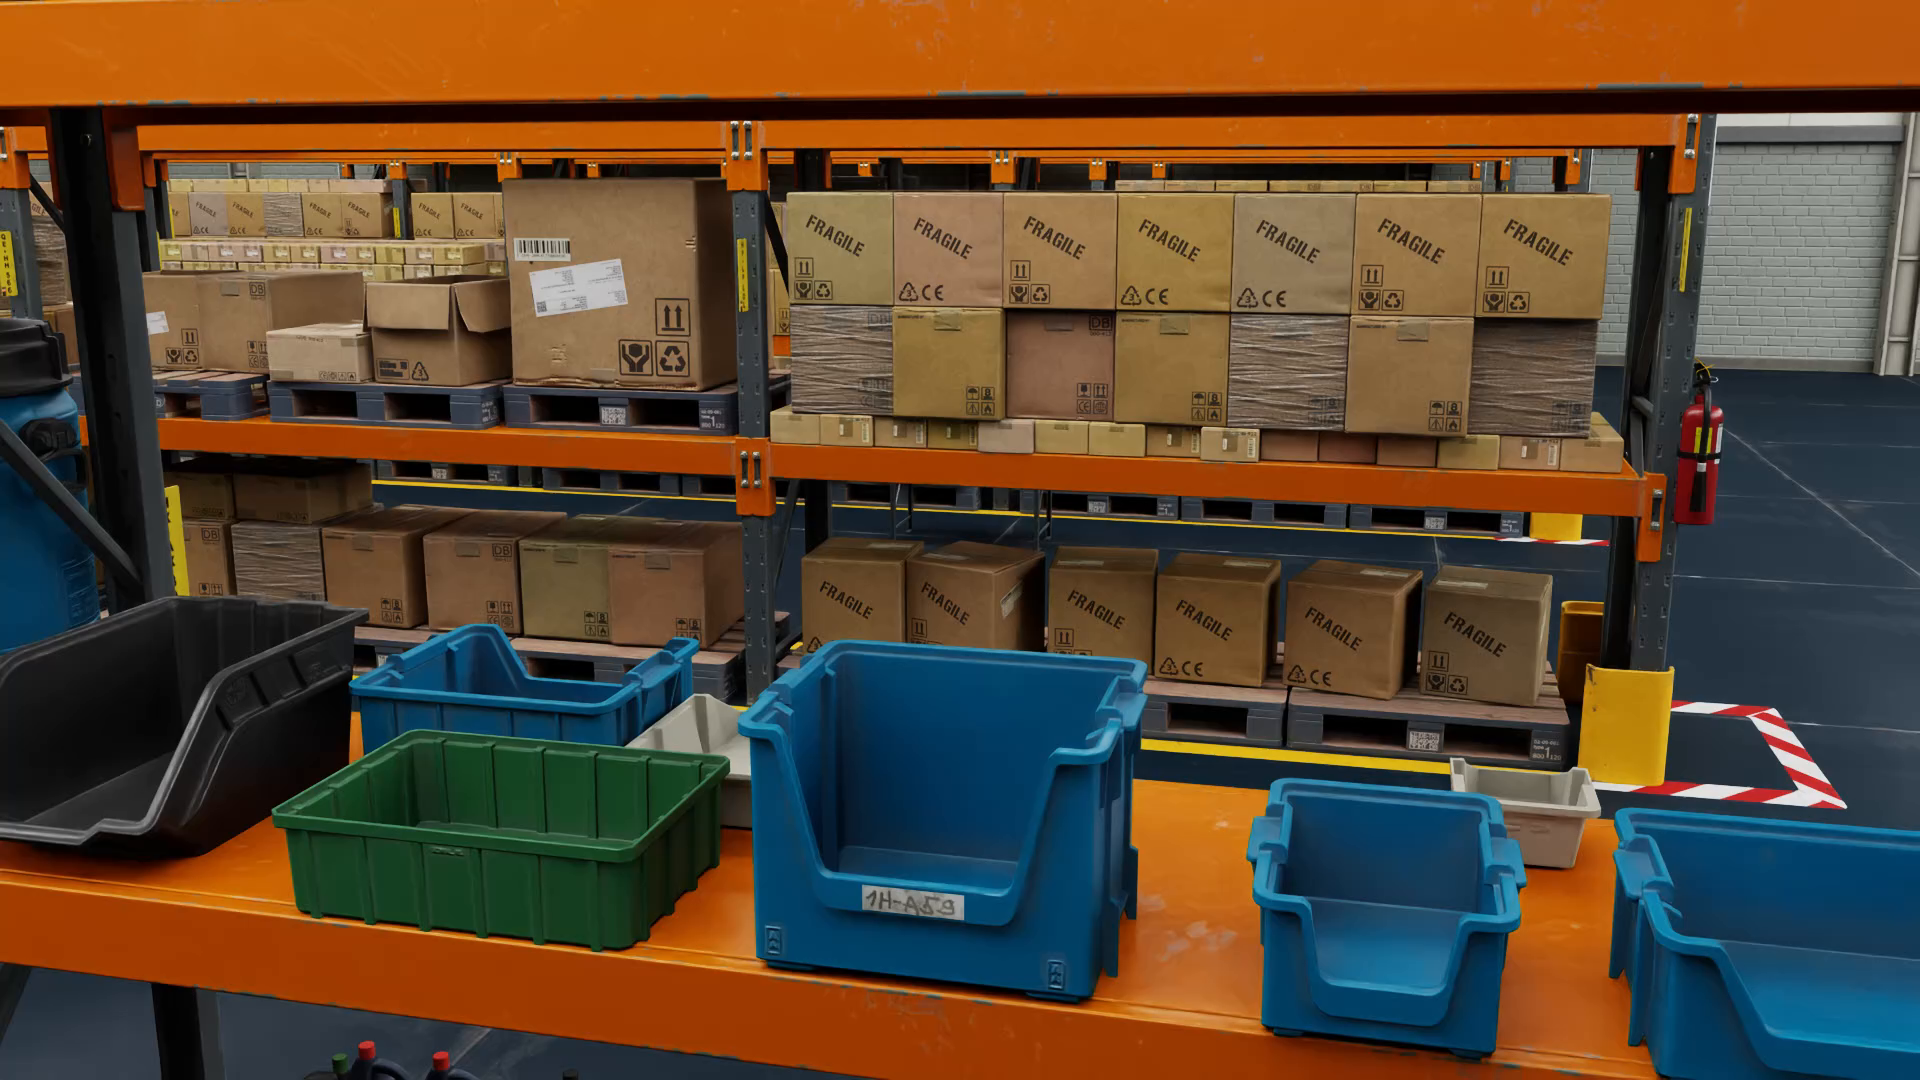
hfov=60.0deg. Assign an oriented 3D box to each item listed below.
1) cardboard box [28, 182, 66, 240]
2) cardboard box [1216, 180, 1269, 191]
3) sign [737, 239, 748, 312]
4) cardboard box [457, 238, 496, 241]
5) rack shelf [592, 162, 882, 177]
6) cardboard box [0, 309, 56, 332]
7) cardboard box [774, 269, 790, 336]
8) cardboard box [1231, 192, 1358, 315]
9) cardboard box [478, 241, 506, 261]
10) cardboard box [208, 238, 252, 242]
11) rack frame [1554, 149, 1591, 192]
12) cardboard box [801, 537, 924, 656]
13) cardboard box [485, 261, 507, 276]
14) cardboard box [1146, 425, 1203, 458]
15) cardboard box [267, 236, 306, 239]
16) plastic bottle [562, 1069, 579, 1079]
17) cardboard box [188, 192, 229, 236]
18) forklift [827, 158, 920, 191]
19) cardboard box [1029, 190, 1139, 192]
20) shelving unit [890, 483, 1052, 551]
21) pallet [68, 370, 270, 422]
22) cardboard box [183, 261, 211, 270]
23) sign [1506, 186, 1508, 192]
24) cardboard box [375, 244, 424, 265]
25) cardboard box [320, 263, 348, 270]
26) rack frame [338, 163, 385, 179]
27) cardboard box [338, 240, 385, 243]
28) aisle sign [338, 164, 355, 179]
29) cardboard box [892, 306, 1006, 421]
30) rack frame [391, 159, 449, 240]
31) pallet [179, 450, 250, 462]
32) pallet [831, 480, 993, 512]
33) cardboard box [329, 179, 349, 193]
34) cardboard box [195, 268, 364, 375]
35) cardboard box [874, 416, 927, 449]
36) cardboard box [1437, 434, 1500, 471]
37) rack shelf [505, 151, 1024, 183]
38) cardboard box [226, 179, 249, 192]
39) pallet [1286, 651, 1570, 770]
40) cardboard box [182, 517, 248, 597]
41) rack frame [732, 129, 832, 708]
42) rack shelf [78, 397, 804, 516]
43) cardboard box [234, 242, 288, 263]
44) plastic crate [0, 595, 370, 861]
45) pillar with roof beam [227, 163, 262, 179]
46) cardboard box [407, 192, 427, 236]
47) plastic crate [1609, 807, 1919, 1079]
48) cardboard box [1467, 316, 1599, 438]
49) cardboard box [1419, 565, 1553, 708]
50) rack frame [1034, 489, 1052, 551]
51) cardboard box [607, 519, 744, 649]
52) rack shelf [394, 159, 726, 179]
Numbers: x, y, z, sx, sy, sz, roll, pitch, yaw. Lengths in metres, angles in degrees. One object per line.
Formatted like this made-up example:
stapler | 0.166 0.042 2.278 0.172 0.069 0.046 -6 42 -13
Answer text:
cardboard box | -7.858 -2.857 14.459 0.500 0.500 0.500 3 13 12
cardboard box | 2.865 -3.389 16.857 0.500 0.500 0.700 3 13 12
sign | -0.986 -1.202 7.555 0.005 0.325 0.100 3 13 14
cardboard box | -5.377 -3.321 18.968 0.500 0.250 0.500 3 13 14
rack shelf | -3.122 -5.307 23.463 4.000 0.370 1.077 3 13 14
cardboard box | -5.279 -0.984 9.013 0.500 0.500 0.500 3 13 15
cardboard box | -1.122 -1.864 12.979 0.500 0.500 0.500 3 13 14
cardboard box | 1.462 -1.257 7.246 0.500 0.500 0.500 3 13 14
cardboard box | -3.860 -2.437 14.031 0.250 0.149 0.380 3 13 14
cardboard box | -6.389 -2.573 14.640 0.250 0.149 0.380 3 13 12
rack frame | 4.313 -1.584 11.950 0.127 3.000 1.000 3 13 14
cardboard box | -0.478 0.290 8.301 0.500 0.500 0.500 3 13 12
cardboard box | -3.875 -2.294 14.074 0.250 0.149 0.380 4 13 16
cardboard box | 0.993 -0.479 7.546 0.250 0.149 0.380 3 13 14
cardboard box | -7.753 -3.321 19.546 0.500 0.500 0.500 3 13 13
plastic bottle | -0.849 1.365 3.754 0.185 0.351 0.144 3 13 13
cardboard box | -8.730 -3.863 19.679 0.500 0.500 0.500 3 13 13
forklift | -0.951 -2.505 16.259 1.130 2.935 3.031 0 13 2
cardboard box | 0.617 -1.419 7.978 0.500 0.500 0.500 3 13 14
shelving unit | 0.083 -0.728 11.551 1.048 1.500 0.538 3 13 14
pallet | -4.023 -0.853 9.098 1.003 0.211 1.213 3 13 14
cardboard box | -6.309 -2.278 13.999 0.250 0.149 0.380 2 13 11
sign | 5.249 -3.234 15.984 0.005 0.325 0.100 3 13 14
cardboard box | -4.537 -2.328 13.540 0.250 0.149 0.380 3 13 15
cardboard box | -5.042 -2.210 13.694 0.250 0.149 0.380 3 13 13
rack frame | -8.947 -4.505 25.113 0.127 3.000 1.000 3 13 14
cardboard box | -5.132 -2.505 14.336 0.250 0.149 0.380 3 13 15
aisle sign | -9.084 -5.716 24.569 0.004 0.787 0.394 3 13 14
cardboard box | 0.042 -0.878 7.850 0.500 0.500 0.875 3 13 14
rack frame | -6.249 -3.253 19.472 0.127 3.000 1.000 3 13 14
pallet | -6.581 -0.806 14.878 1.213 0.211 1.003 3 13 14
pallet | -0.337 -0.455 13.296 1.213 0.211 1.003 3 13 14
cardboard box | -7.094 -4.107 19.285 0.250 0.149 0.380 3 13 14
cardboard box | -3.640 -1.188 8.963 0.500 0.500 0.700 5 13 22
cardboard box | -0.231 -0.534 7.796 0.250 0.149 0.380 3 13 14
cardboard box | 2.203 -0.411 7.239 0.250 0.149 0.380 3 13 14
rack shelf | -1.512 -3.009 13.106 4.000 0.370 1.077 3 13 14
cardboard box | -8.359 -4.148 19.470 0.250 0.149 0.380 3 13 12
pallet | 2.173 0.761 7.815 1.213 0.211 1.003 3 13 14
cardboard box | -4.085 0.074 9.229 0.500 0.500 0.700 2 13 11
rack frame | -0.857 -0.754 8.208 0.127 3.000 1.000 3 13 14
rack shelf | -2.798 -0.507 8.753 4.000 0.370 1.077 3 13 14
cardboard box | -5.809 -2.396 13.844 0.250 0.149 0.380 4 13 16
plastic crate | -1.566 0.372 3.277 0.504 0.338 0.767 3 13 14
pillar with roof beam | -12.380 -6.858 21.868 0.400 9.000 9.100 3 13 14
cardboard box | -6.654 -3.866 19.694 0.500 0.500 0.500 3 13 14
plastic crate | 1.283 0.605 2.427 0.616 0.251 0.499 3 13 14
cardboard box | 2.499 -0.775 7.384 0.500 0.500 0.875 3 13 14
cardboard box | 2.425 0.433 7.659 0.500 0.500 0.500 6 14 24
rack frame | 0.576 -0.701 11.432 0.032 1.500 0.500 3 13 14
cardboard box | -1.448 0.215 8.595 0.500 0.500 0.700 2 13 9
rack shelf | -4.307 -4.263 18.757 4.000 0.370 1.077 3 13 14
